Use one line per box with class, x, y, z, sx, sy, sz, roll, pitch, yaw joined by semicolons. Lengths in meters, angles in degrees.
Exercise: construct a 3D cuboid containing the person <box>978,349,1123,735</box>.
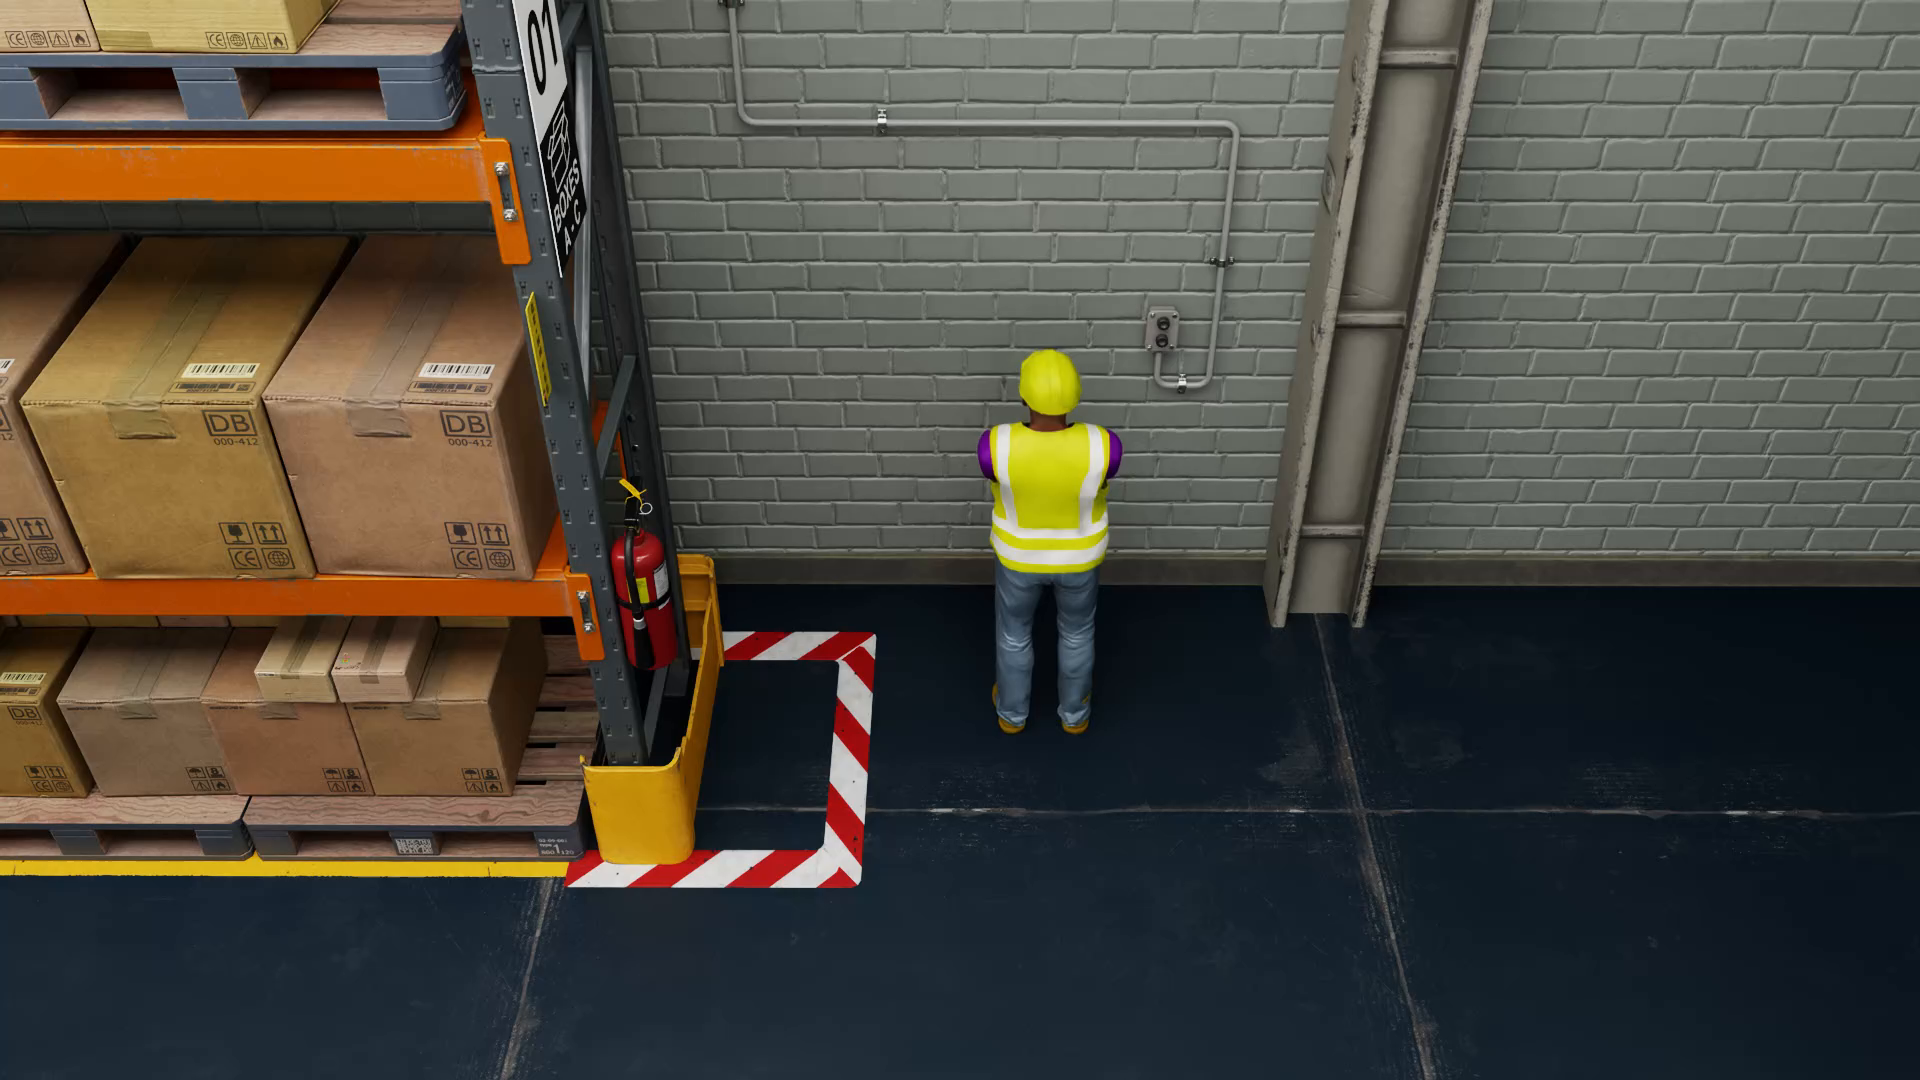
person;0.314;-0.032;6.182;0.503;1.758;0.587;0;39;1
